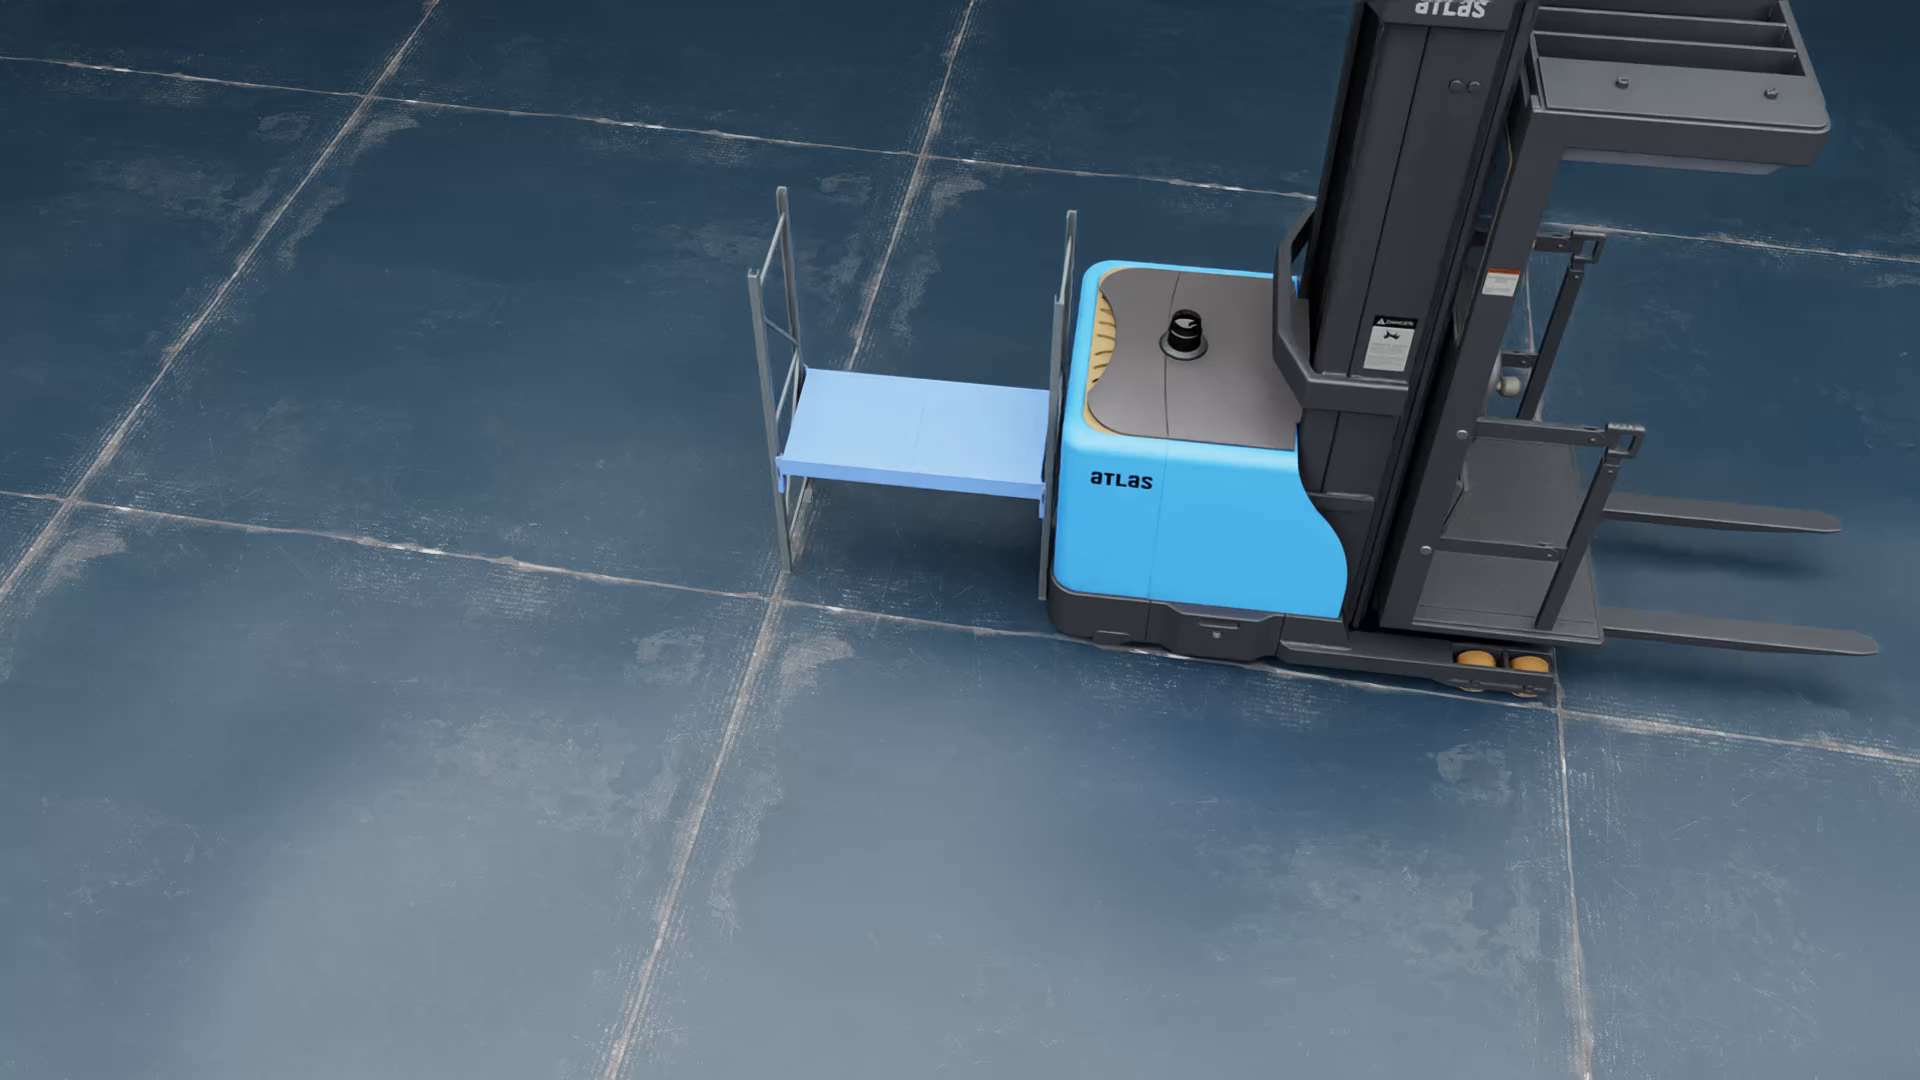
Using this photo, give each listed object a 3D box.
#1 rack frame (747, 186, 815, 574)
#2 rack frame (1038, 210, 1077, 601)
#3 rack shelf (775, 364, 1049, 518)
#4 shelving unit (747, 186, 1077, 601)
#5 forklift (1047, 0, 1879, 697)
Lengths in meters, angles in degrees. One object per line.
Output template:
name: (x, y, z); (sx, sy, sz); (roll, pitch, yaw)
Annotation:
rack frame: (-0.654, -0.551, 6.209); (0.032, 1.500, 0.500); (6, 48, 5)
rack frame: (0.354, -0.450, 6.118); (0.032, 1.500, 0.500); (6, 48, 5)
rack shelf: (-0.150, -0.380, 6.297); (1.000, 0.185, 0.538); (6, 48, 5)
shelving unit: (-0.150, -0.501, 6.164); (1.048, 1.500, 0.538); (6, 48, 5)
forklift: (1.893, -0.818, 5.487); (3.031, 2.935, 1.130); (6, 48, 5)
